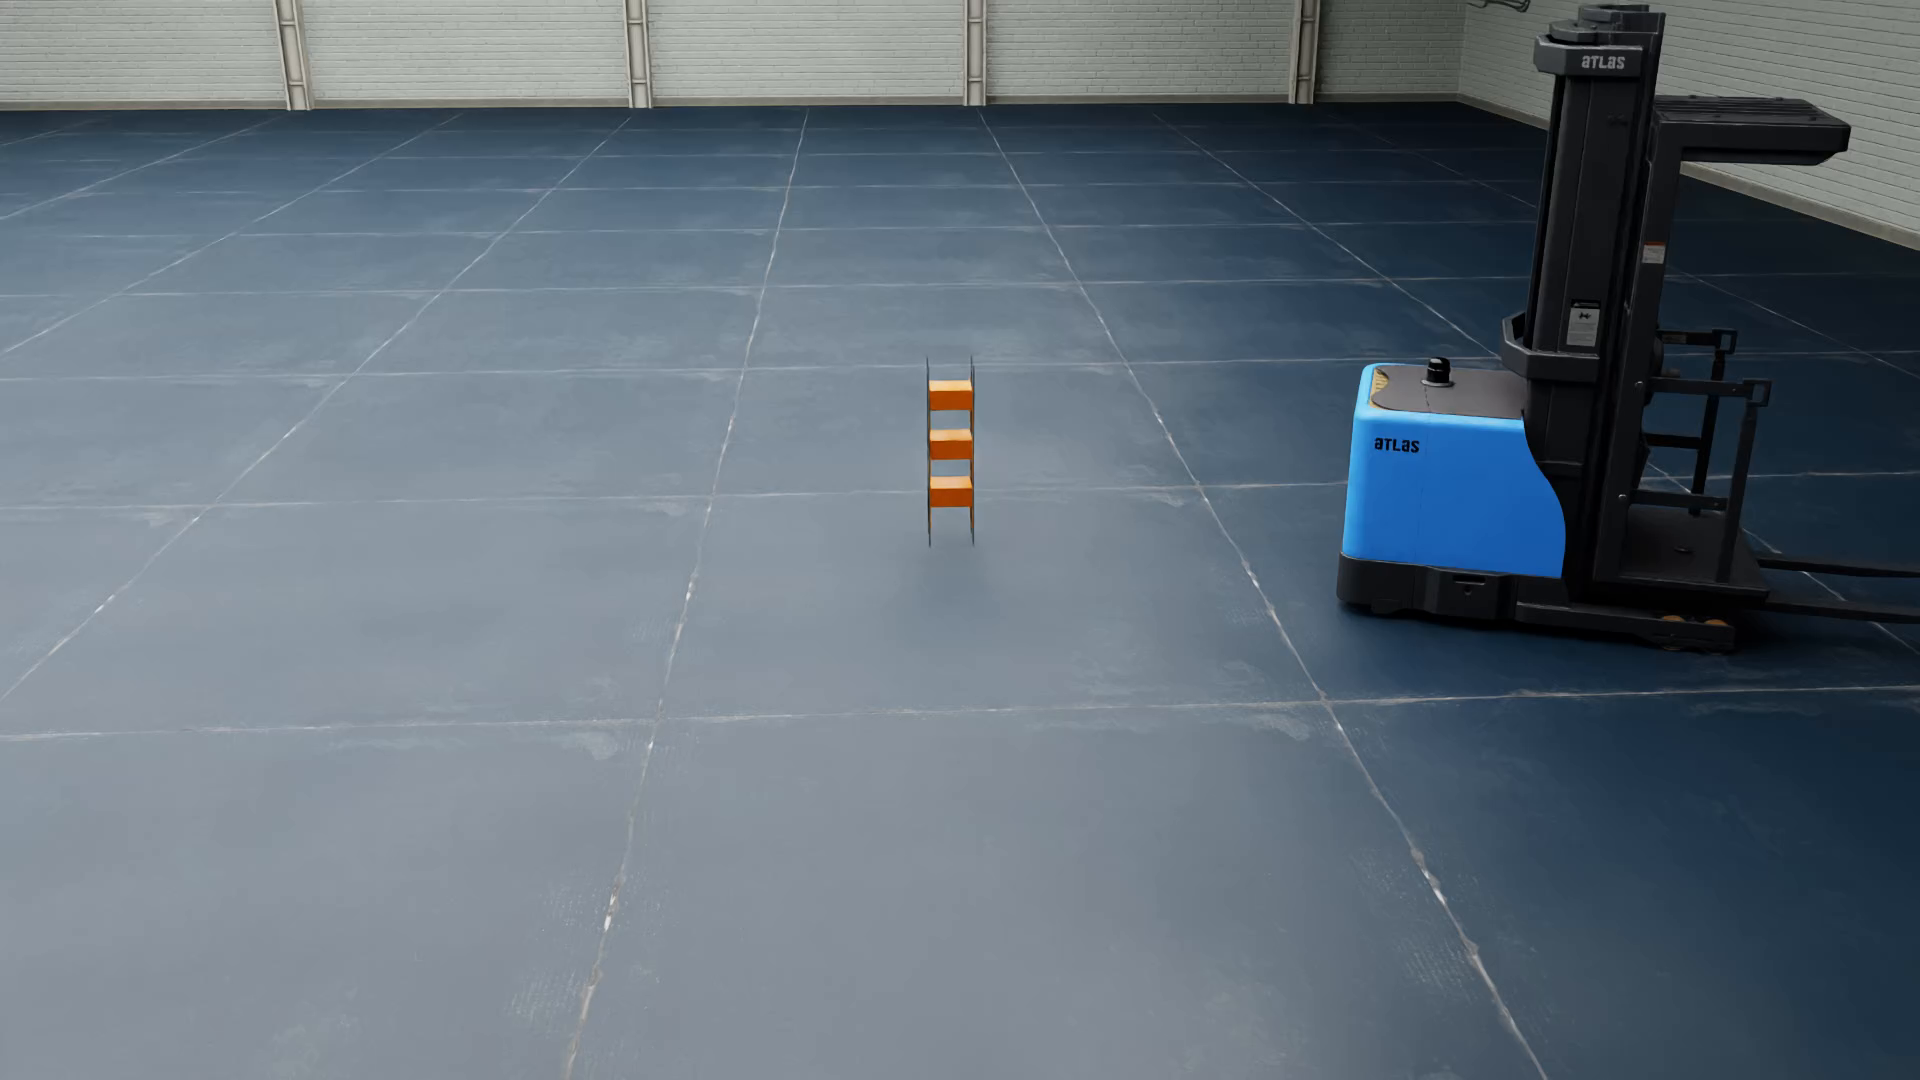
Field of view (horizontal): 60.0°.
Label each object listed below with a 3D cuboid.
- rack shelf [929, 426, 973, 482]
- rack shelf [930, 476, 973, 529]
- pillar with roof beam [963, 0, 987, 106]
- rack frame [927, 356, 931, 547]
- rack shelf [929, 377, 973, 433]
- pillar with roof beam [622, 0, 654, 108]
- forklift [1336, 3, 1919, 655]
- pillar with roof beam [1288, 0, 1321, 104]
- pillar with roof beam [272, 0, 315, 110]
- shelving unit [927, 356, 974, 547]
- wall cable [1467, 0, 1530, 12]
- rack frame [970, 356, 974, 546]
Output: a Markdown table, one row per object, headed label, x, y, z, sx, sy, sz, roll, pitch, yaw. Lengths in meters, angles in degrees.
| label | x | y | z | sx | sy | sz | roll | pitch | yaw |
| --- | --- | --- | --- | --- | --- | --- | --- | --- | --- |
| rack shelf | -0.053 | -0.480 | 9.272 | 0.240 | 0.259 | 0.215 | -1 | 21 | -3 |
| rack shelf | -0.053 | -0.220 | 9.371 | 0.240 | 0.259 | 0.215 | -1 | 21 | -3 |
| pillar with roof beam | 0.510 | -10.582 | 24.605 | 0.400 | 9.000 | 9.100 | -1 | 21 | -3 |
| rack frame | -0.175 | -0.487 | 9.262 | 0.008 | 1.050 | 0.200 | -1 | 21 | -3 |
| rack shelf | -0.053 | -0.745 | 9.171 | 0.240 | 0.259 | 0.215 | -1 | 21 | -3 |
| pillar with roof beam | -5.480 | -10.460 | 24.285 | 0.400 | 9.000 | 9.100 | -1 | 21 | -3 |
| forklift | 3.500 | -1.027 | 8.036 | 3.031 | 2.935 | 1.130 | 6 | 22 | 14 |
| pillar with roof beam | 6.501 | -10.704 | 24.925 | 0.400 | 9.000 | 9.100 | -1 | 21 | -3 |
| pillar with roof beam | -11.470 | -10.338 | 23.965 | 0.400 | 9.000 | 9.100 | -1 | 21 | -3 |
| shelving unit | -0.053 | -0.490 | 9.268 | 0.252 | 1.050 | 0.215 | -1 | 21 | -3 |
| wall cable | 9.271 | -10.372 | 28.417 | 0.112 | 2.526 | 3.097 | -1 | 21 | -3 |
| rack frame | 0.068 | -0.492 | 9.275 | 0.008 | 1.050 | 0.200 | -1 | 21 | -3 |
